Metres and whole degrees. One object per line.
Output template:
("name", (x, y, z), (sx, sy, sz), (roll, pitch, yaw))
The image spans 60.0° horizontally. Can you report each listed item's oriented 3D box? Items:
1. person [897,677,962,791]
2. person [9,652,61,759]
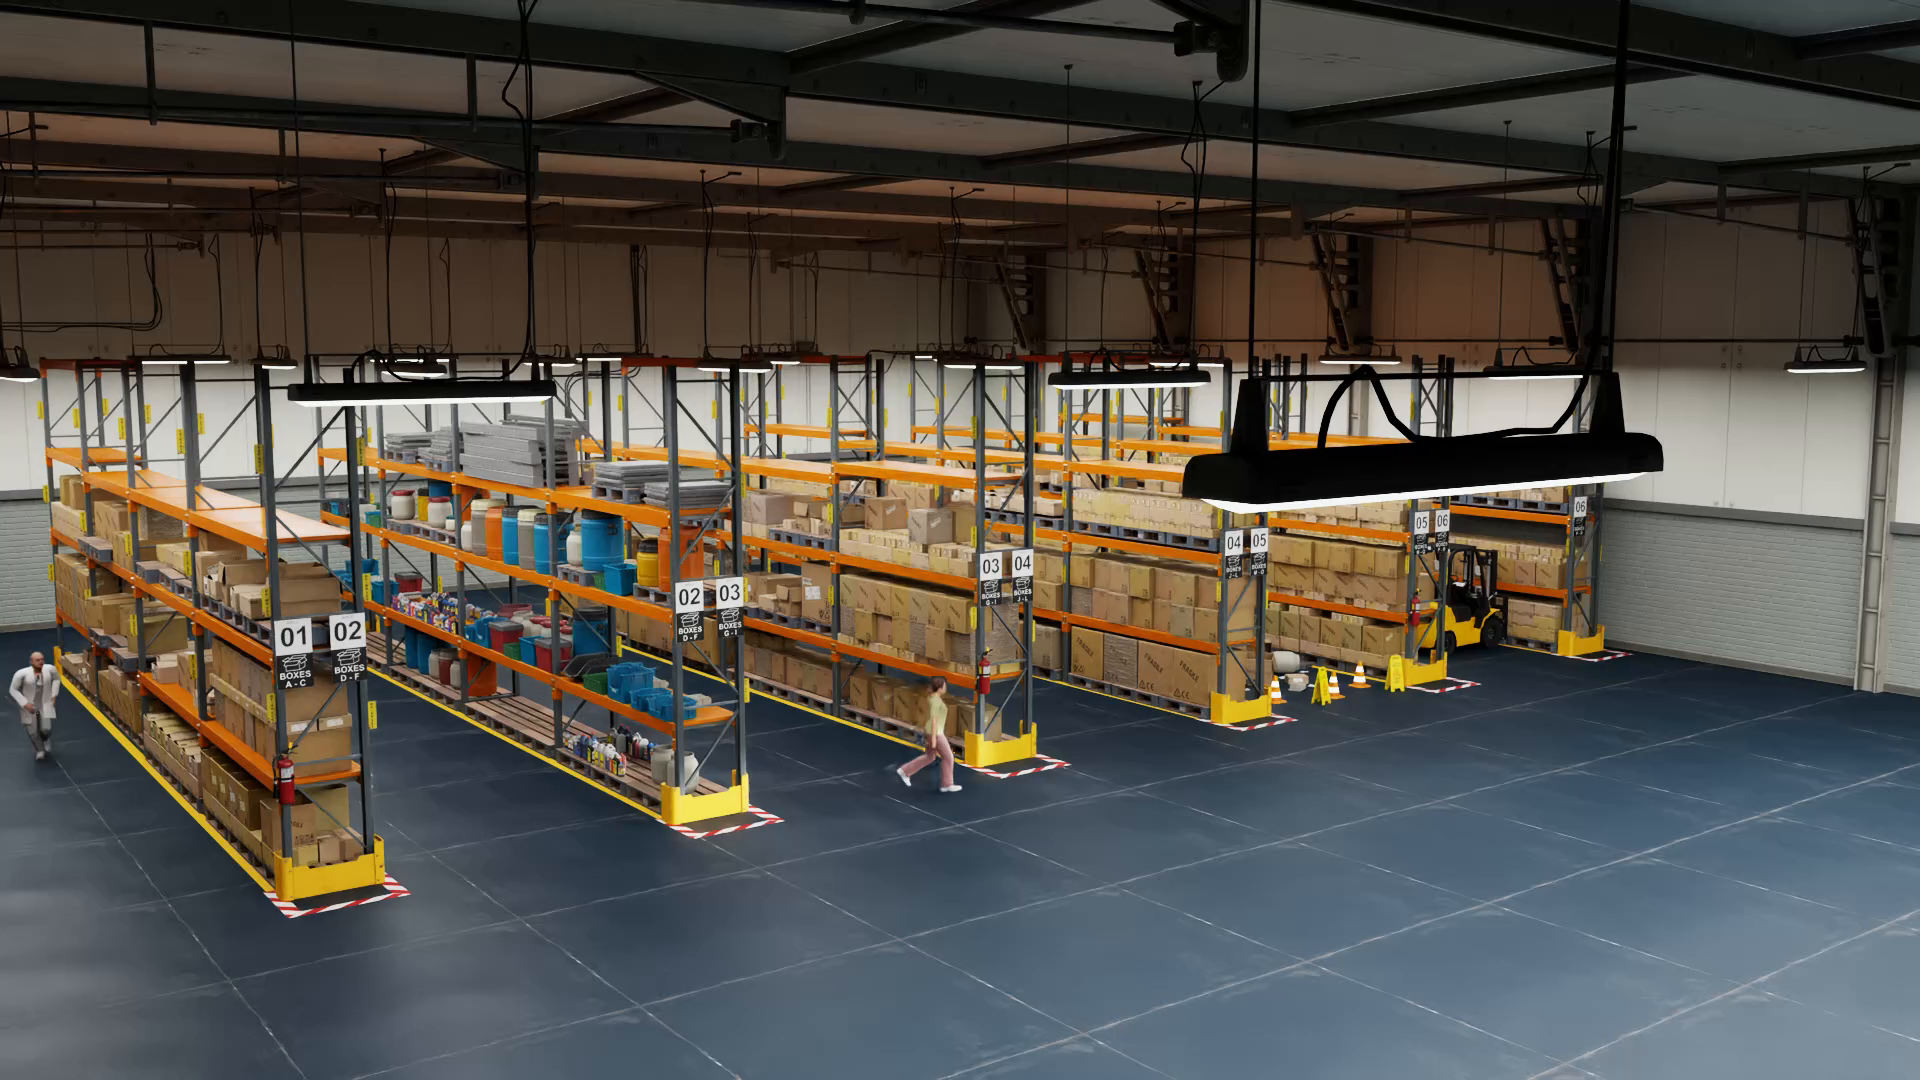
("person", (-0.436, 2.717, 23.314), (0.900, 1.623, 0.457), (-1, 7, -7))
("person", (-13.944, 2.496, 25.110), (0.682, 1.684, 0.669), (-4, 8, -28))
